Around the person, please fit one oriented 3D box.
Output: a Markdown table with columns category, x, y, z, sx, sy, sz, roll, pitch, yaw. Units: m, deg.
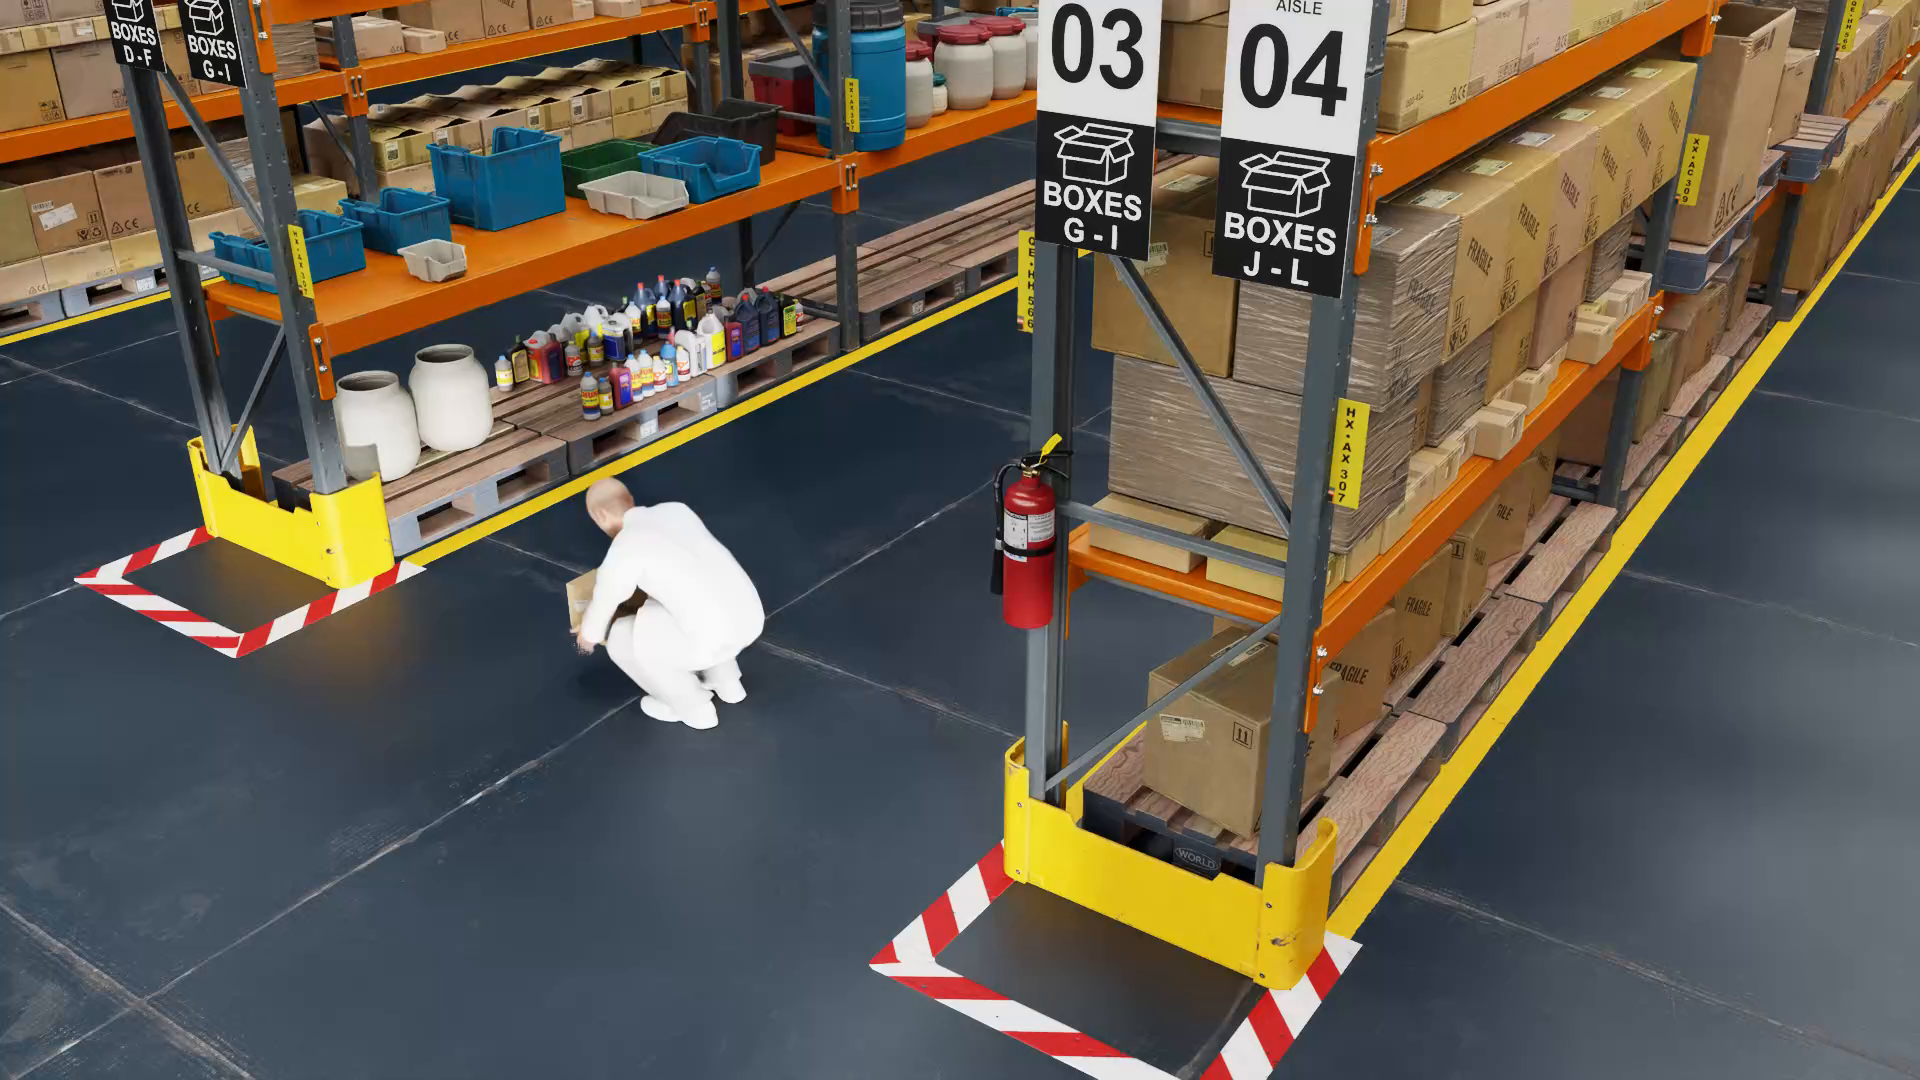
| category | x | y | z | sx | sy | sz | roll | pitch | yaw |
| --- | --- | --- | --- | --- | --- | --- | --- | --- | --- |
| person | -1.254 | 0.226 | 7.057 | 0.920 | 1.002 | 0.585 | 17 | 31 | 30 |
